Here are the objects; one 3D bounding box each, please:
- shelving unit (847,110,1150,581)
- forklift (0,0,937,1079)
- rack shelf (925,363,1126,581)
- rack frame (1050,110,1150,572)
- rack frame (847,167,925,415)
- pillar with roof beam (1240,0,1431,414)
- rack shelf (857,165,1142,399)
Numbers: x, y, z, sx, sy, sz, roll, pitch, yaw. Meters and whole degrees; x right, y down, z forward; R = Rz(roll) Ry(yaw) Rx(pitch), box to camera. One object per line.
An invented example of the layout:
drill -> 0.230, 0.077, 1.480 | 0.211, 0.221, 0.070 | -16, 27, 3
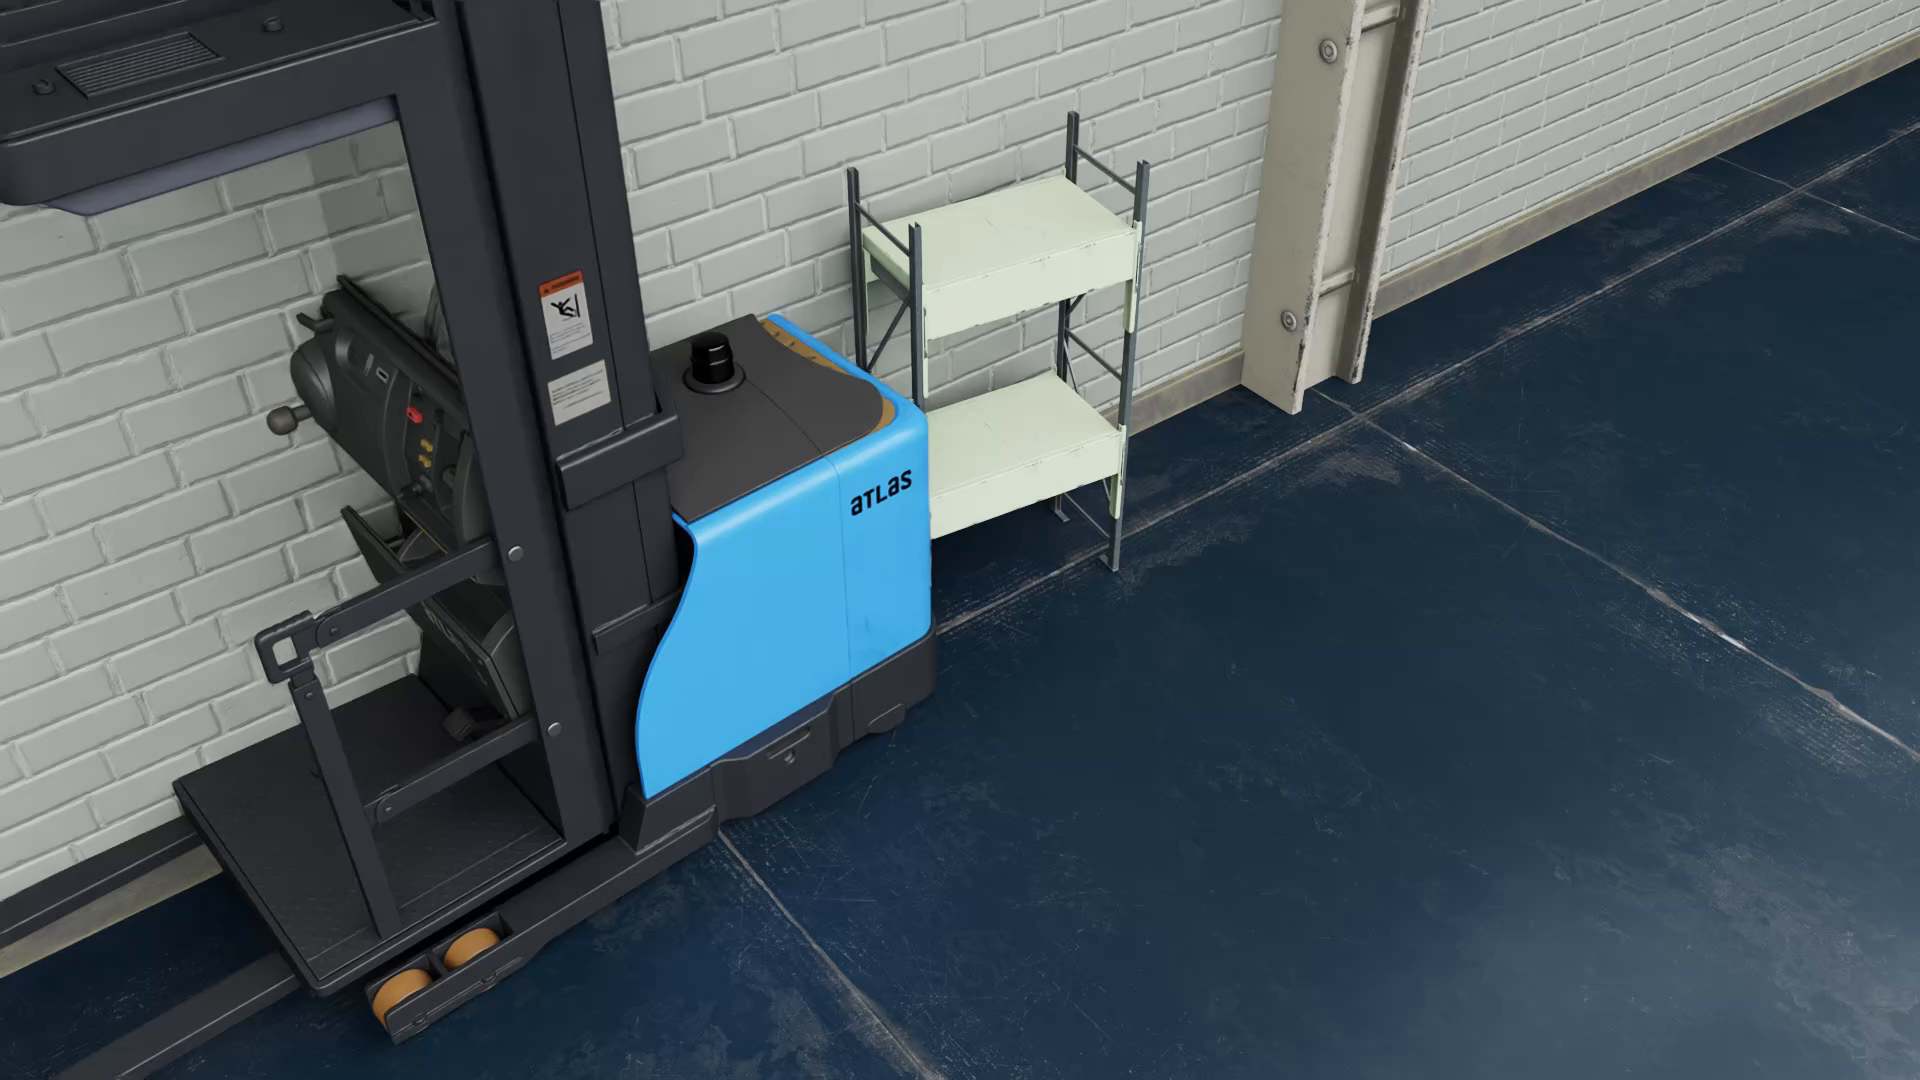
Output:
shelving unit -> 0.109, -0.469, 5.139 | 0.755, 1.500, 0.431 | -20, 43, -22
forklift -> -1.510, -0.256, 3.751 | 3.031, 2.935, 1.130 | -29, 48, -31
rack shelf -> 0.109, -0.217, 5.346 | 0.720, 0.370, 0.431 | -20, 43, -22
rack frame -> 0.427, -0.583, 5.279 | 0.023, 1.500, 0.400 | -20, 43, -22
rack frame -> -0.209, -0.354, 4.999 | 0.023, 1.500, 0.400 | -20, 43, -22
pillar with roof beam -> 3.949, -1.944, 1.024 | 0.400, 9.000, 9.100 | -26, 46, -28
rack shelf -> 0.109, -0.770, 4.891 | 0.720, 0.370, 0.431 | -20, 43, -22
